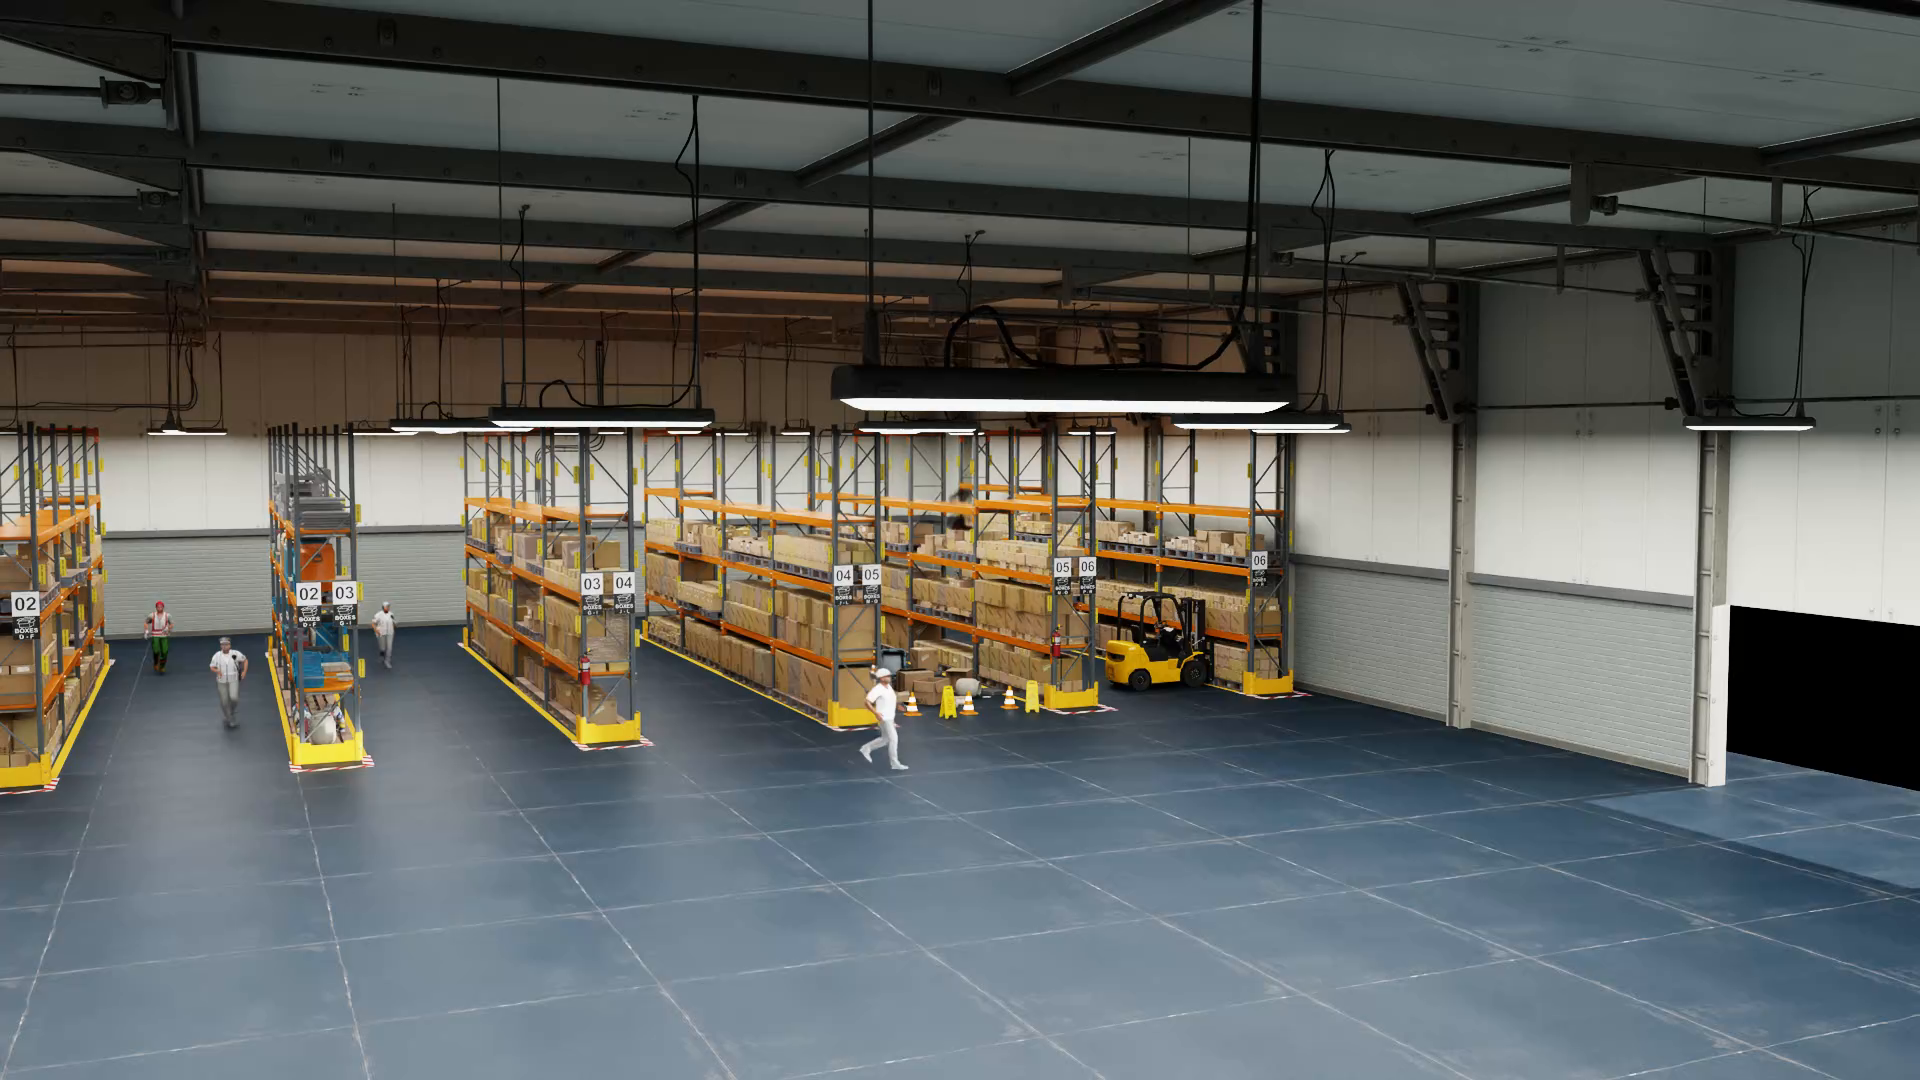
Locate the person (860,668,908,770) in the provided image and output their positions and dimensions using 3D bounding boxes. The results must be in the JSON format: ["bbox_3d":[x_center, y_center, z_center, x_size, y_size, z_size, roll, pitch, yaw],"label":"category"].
[{"bbox_3d":[-1.324,3.083,28.715,0.931,1.743,0.731,1,4,18],"label":"person"}]

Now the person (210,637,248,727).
[{"bbox_3d":[-14.599,2.837,33.188,0.671,1.809,0.737,-1,4,-17],"label":"person"}]

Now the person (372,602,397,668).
[{"bbox_3d":[-14.398,2.375,41.661,0.602,1.639,0.489,-3,4,-37],"label":"person"}]

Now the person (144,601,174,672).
[{"bbox_3d":[-19.474,2.363,40.475,0.652,1.743,0.613,-2,4,-29],"label":"person"}]
